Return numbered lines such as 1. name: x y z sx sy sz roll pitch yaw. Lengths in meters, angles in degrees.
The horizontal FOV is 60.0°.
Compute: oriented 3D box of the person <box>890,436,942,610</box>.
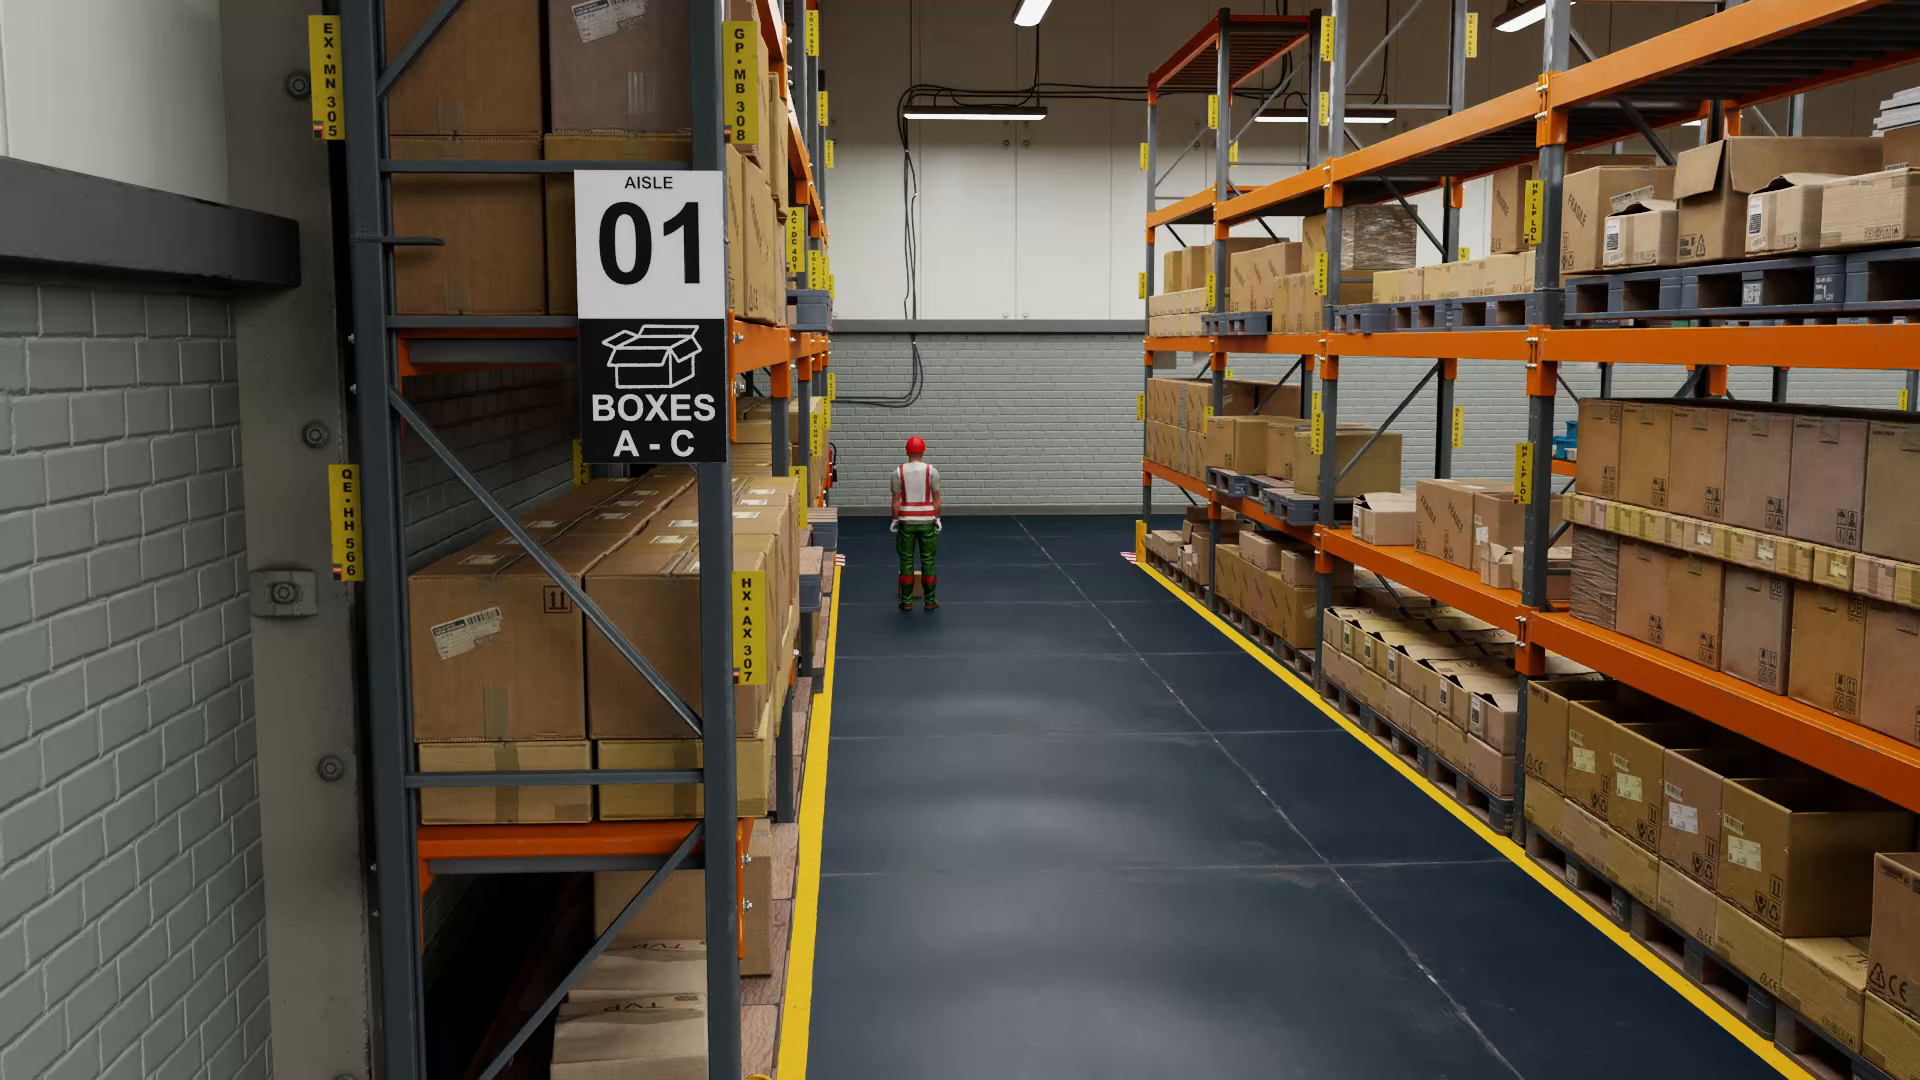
1. person: -0.454 -0.179 17.132 0.531 1.795 0.380 0 7 -3
